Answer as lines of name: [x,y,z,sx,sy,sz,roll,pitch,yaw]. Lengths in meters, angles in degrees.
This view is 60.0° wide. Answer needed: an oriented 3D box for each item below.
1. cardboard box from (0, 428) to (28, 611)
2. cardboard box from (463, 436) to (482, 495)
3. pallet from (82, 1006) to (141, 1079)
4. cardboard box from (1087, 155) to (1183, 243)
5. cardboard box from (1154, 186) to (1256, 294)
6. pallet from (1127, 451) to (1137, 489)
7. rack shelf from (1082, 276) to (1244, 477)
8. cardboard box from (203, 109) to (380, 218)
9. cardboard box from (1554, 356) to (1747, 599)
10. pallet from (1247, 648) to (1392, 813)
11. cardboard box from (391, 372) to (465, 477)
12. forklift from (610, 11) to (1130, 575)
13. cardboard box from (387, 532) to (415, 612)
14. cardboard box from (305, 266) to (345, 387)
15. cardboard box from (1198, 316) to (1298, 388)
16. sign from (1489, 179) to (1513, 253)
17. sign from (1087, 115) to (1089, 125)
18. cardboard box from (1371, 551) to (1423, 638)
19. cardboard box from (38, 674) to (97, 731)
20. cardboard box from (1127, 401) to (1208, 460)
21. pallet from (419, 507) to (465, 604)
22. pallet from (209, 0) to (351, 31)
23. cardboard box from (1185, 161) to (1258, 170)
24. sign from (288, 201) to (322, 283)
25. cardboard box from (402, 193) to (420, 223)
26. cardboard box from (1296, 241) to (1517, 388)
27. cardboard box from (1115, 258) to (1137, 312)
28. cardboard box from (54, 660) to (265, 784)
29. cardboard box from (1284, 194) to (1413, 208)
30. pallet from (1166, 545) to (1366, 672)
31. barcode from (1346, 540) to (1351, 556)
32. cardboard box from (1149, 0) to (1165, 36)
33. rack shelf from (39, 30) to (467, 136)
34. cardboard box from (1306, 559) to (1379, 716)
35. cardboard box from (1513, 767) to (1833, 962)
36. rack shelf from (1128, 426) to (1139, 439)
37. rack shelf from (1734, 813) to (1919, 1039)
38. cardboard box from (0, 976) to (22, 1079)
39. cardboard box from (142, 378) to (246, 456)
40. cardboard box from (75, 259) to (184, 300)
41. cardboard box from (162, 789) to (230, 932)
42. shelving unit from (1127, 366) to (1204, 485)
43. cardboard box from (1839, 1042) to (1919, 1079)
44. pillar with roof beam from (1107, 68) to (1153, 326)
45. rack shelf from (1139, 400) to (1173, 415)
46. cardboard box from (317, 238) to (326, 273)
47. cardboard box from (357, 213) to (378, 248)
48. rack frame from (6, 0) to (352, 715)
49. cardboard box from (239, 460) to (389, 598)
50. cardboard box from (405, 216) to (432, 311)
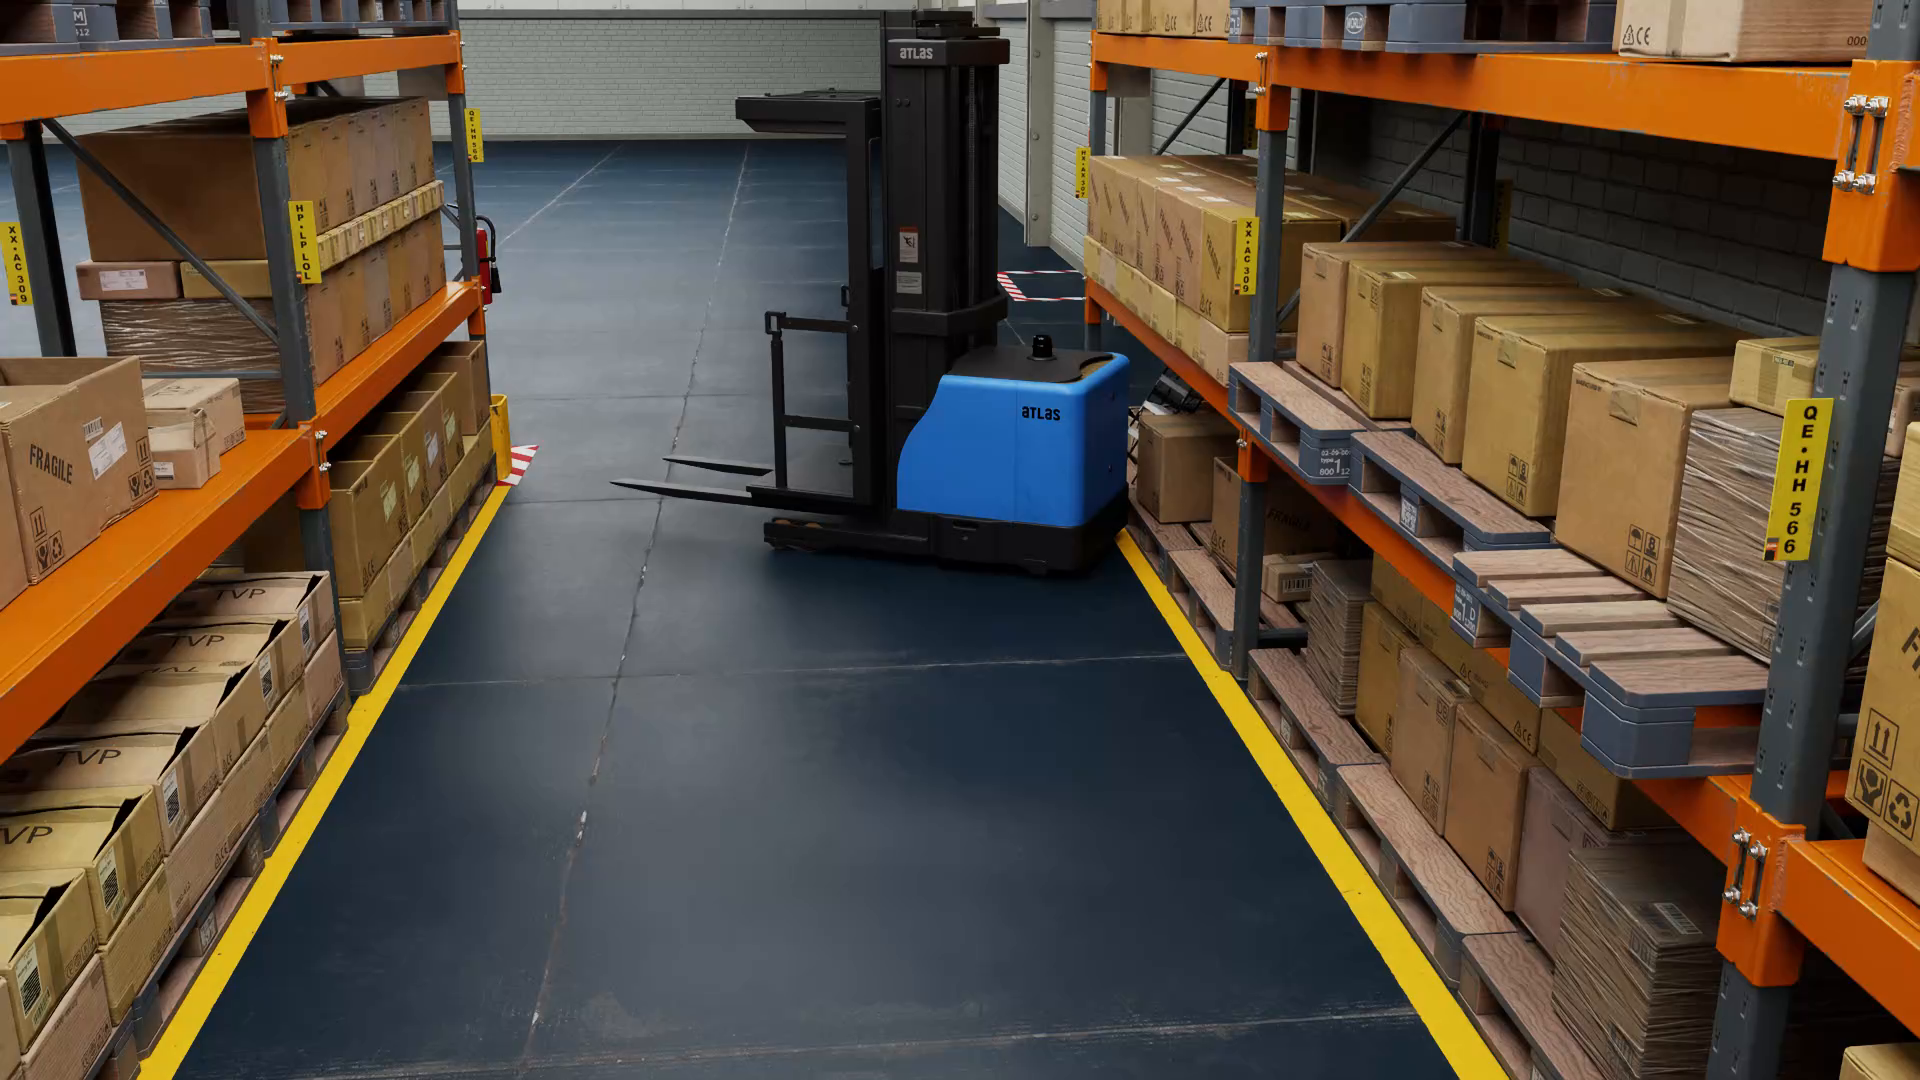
cardboard box: [-2.944,-0.013,4.544,0.500,0.500,0.500,-3,18,-9]
cardboard box: [-3.167,-0.439,9.956,0.500,0.250,0.500,-2,18,-6]
pallet: [-2.801,1.618,4.171,1.003,0.211,1.213,-2,18,-6]
cardboard box: [1.097,-2.148,10.475,0.500,0.500,0.500,-2,18,-6]
cardboard box: [1.305,-1.538,8.532,0.500,0.500,0.500,-2,18,-7]
pallet: [1.403,-0.407,10.622,1.003,0.211,1.213,-2,18,-6]
rack shelf: [1.553,-1.064,9.261,1.077,0.370,4.000,-2,18,-6]
cardboard box: [-3.375,-1.905,8.404,0.700,0.500,0.500,-2,18,-6]
cardboard box: [2.029,-0.183,4.351,0.700,0.500,0.500,-3,18,-11]
pallet: [1.841,0.751,6.934,1.003,0.211,1.213,-2,18,-6]
cardboard box: [-3.111,-0.648,9.369,0.500,0.500,0.500,-2,18,-6]
forklift: [-0.587,-1.466,9.454,3.031,2.935,1.130,7,19,20]
cardboard box: [-2.960,0.157,8.058,0.500,0.250,0.500,-2,18,-6]
cardboard box: [-3.280,-0.994,7.669,0.700,0.500,0.500,-2,18,-6]
cardboard box: [1.409,-0.881,7.694,0.500,0.250,0.500,-2,18,-6]
sign: [2.311,-1.382,7.140,0.100,0.325,0.005,-2,18,-6]
sign: [1.481,-4.783,18.960,0.001,0.109,0.331,-2,18,-6]
cardboard box: [1.901,0.163,6.337,0.500,0.250,0.500,-2,18,-7]
cardboard box: [-3.272,0.621,5.646,0.500,0.311,0.500,-2,18,-7]
cardboard box: [1.329,-0.722,10.722,0.500,0.311,0.500,-4,18,-12]
pallet: [-3.337,0.070,9.101,1.003,0.211,1.213,-2,18,-6]
pallet: [-3.281,-2.300,7.135,1.003,0.211,1.213,-2,18,-6]
cardboard box: [1.649,-2.015,10.053,0.500,0.500,0.500,-2,17,-5]
sign: [-2.629,-1.192,6.665,0.100,0.325,0.005,-2,18,-6]
cardboard box: [-3.272,-1.869,9.374,0.380,0.149,0.250,-2,17,-5]
cardboard box: [1.778,-0.917,6.688,0.700,0.500,0.500,-2,18,-5]
cardboard box: [1.196,-1.480,9.601,0.500,0.250,0.500,-2,18,-7]
cardboard box: [-2.731,0.602,5.706,0.500,0.311,0.500,-2,18,-6]
cardboard box: [1.869,-1.408,8.120,0.500,0.500,0.500,-2,18,-6]
pallet: [1.655,0.320,8.306,1.003,0.211,1.213,-2,18,-6]
barcode: [1.970,0.042,8.442,0.001,0.075,0.075,-2,18,-6]
cardboard box: [1.287,-2.910,8.730,0.500,0.500,0.500,-1,17,-2]
rack shelf: [-3.374,-2.341,8.320,1.077,0.370,4.000,-2,18,-6]
cardboard box: [1.852,0.390,6.867,0.700,0.500,0.500,-1,17,-4]
cardboard box: [2.108,0.993,4.946,0.700,0.500,0.500,-2,18,-6]
rack shelf: [1.105,-0.576,9.816,0.200,0.077,0.258,38,15,25]
rack shelf: [2.378,1.319,1.669,1.077,0.370,4.000,-2,18,-6]
cardboard box: [-2.517,1.213,3.759,0.500,0.311,0.500,-1,17,-4]
cardboard box: [-3.073,-0.441,6.323,0.500,0.250,0.500,-1,17,-2]
cardboard box: [-3.409,-1.089,6.889,0.380,0.149,0.250,-2,18,-6]
cardboard box: [-2.682,1.023,5.299,0.500,0.250,0.500,-1,17,-5]
shelving unit: [1.213,-0.752,9.765,0.210,0.900,0.258,38,15,25]
cardboard box: [2.117,1.428,3.007,0.750,0.750,0.750,-2,18,-6]
pillar with roof beam: [-2.621,-6.339,14.843,9.100,9.000,0.400,-2,18,-6]
rack shelf: [1.197,-0.725,9.773,0.200,0.077,0.258,38,15,25]
cardboard box: [-3.057,-1.252,7.409,0.380,0.149,0.250,-2,18,-7]
cardboard box: [-3.166,-1.562,8.395,0.380,0.149,0.250,-2,18,-6]
rack frame: [-3.167,-0.658,6.764,1.000,3.000,0.127,-2,18,-6]
cardboard box: [-2.904,-0.052,7.471,0.500,0.500,0.500,-2,18,-6]
cardboard box: [-3.486,-1.601,9.603,0.700,0.500,0.500,-1,17,-4]
